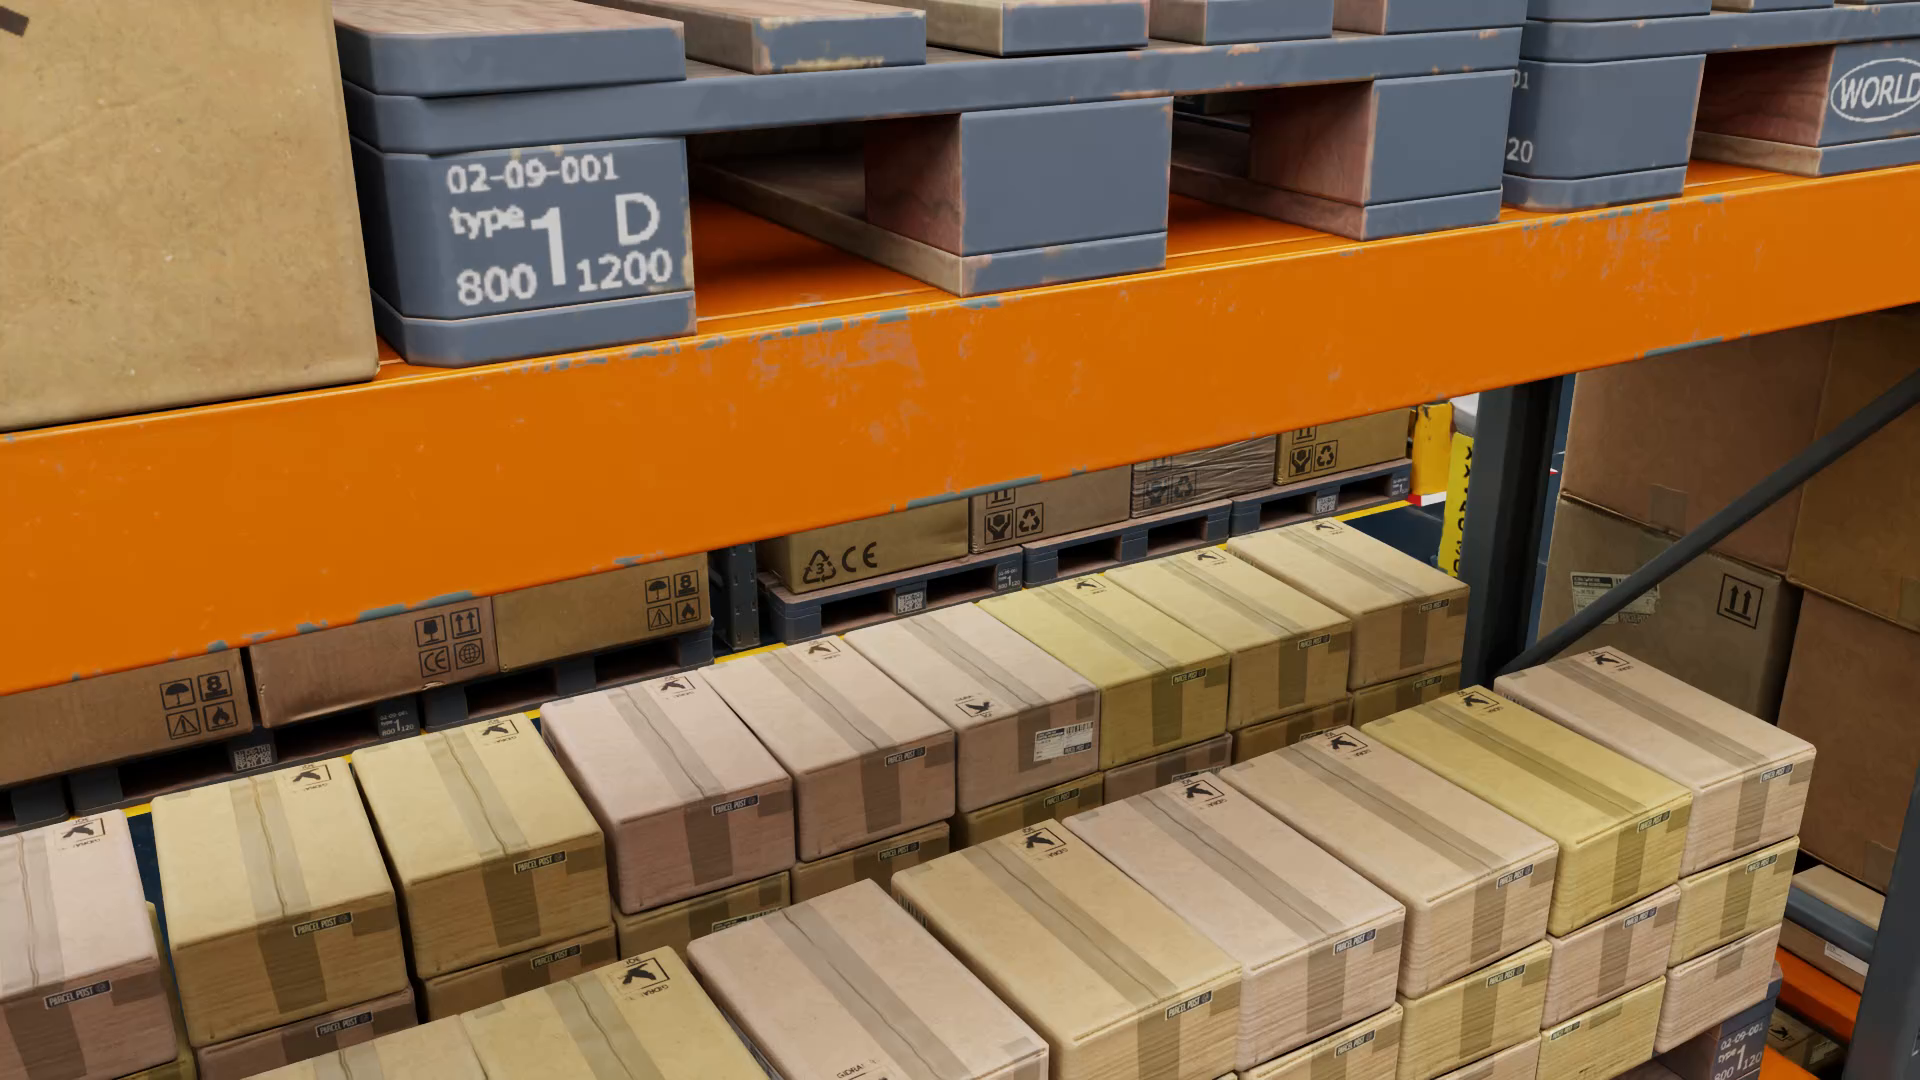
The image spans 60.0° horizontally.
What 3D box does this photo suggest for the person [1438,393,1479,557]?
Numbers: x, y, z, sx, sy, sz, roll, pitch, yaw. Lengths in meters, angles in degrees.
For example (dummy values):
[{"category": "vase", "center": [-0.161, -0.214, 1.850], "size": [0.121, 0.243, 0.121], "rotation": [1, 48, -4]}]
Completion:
[{"category": "person", "center": [2.398, -0.545, 7.421], "size": [0.780, 1.631, 0.496], "rotation": [-13, 25, -29]}]
